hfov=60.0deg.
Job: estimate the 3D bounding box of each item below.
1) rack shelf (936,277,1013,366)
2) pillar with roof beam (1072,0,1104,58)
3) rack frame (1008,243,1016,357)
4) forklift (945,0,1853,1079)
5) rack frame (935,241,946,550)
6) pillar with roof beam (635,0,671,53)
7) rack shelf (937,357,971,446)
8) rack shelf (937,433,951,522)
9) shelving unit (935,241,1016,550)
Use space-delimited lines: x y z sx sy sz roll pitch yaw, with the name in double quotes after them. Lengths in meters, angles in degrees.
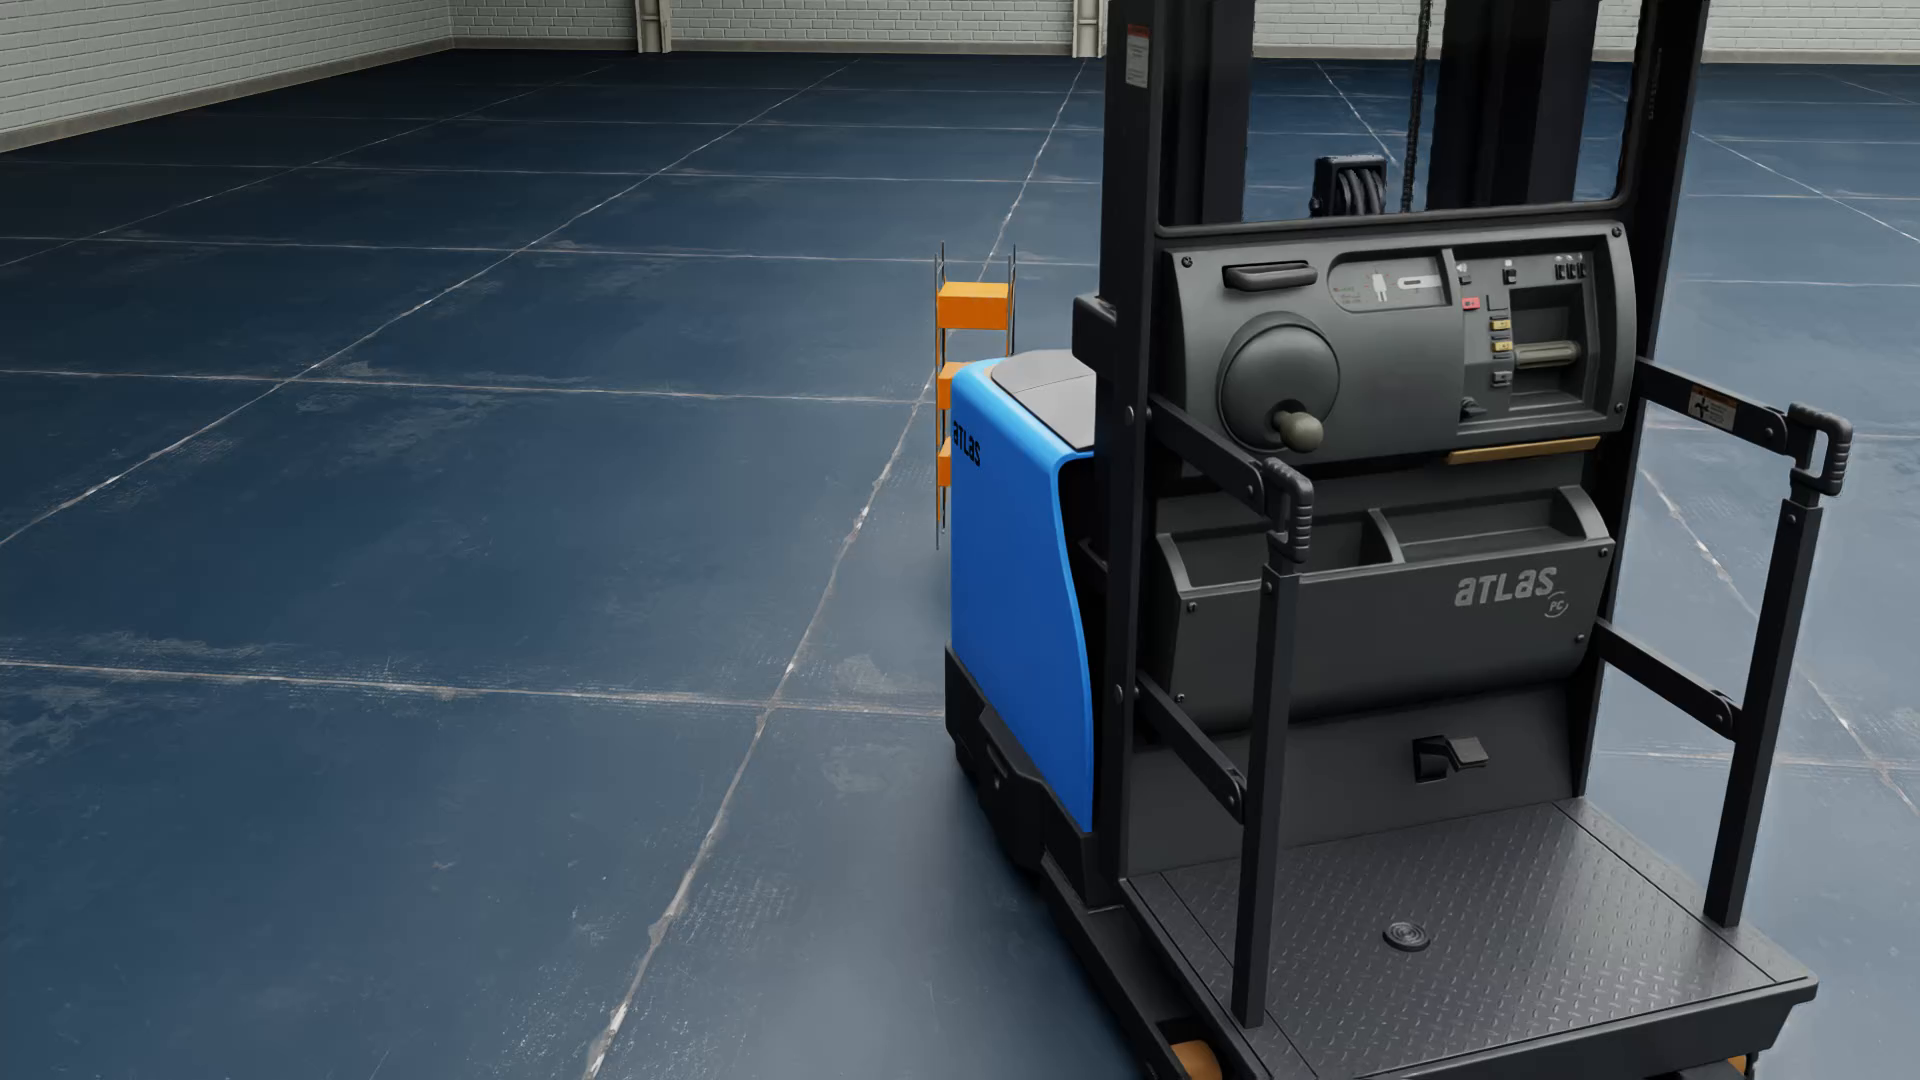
0.053 -0.740 5.641 0.240 0.259 0.215 2 22 6 "rack shelf"
1.214 -9.144 16.830 0.400 9.000 9.100 2 22 6 "pillar with roof beam"
0.174 -0.481 5.728 0.008 1.050 0.200 2 22 6 "rack frame"
0.886 -0.349 2.836 1.130 2.935 3.031 -7 22 -16 "forklift"
-0.068 -0.491 5.754 0.008 1.050 0.200 2 22 6 "rack frame"
-4.745 -9.404 17.487 0.400 9.000 9.100 2 22 6 "pillar with roof beam"
0.053 -0.476 5.745 0.240 0.259 0.215 2 22 6 "rack shelf"
0.053 -0.218 5.847 0.240 0.259 0.215 2 22 6 "rack shelf"
0.053 -0.486 5.741 0.252 1.050 0.215 2 22 6 "shelving unit"
